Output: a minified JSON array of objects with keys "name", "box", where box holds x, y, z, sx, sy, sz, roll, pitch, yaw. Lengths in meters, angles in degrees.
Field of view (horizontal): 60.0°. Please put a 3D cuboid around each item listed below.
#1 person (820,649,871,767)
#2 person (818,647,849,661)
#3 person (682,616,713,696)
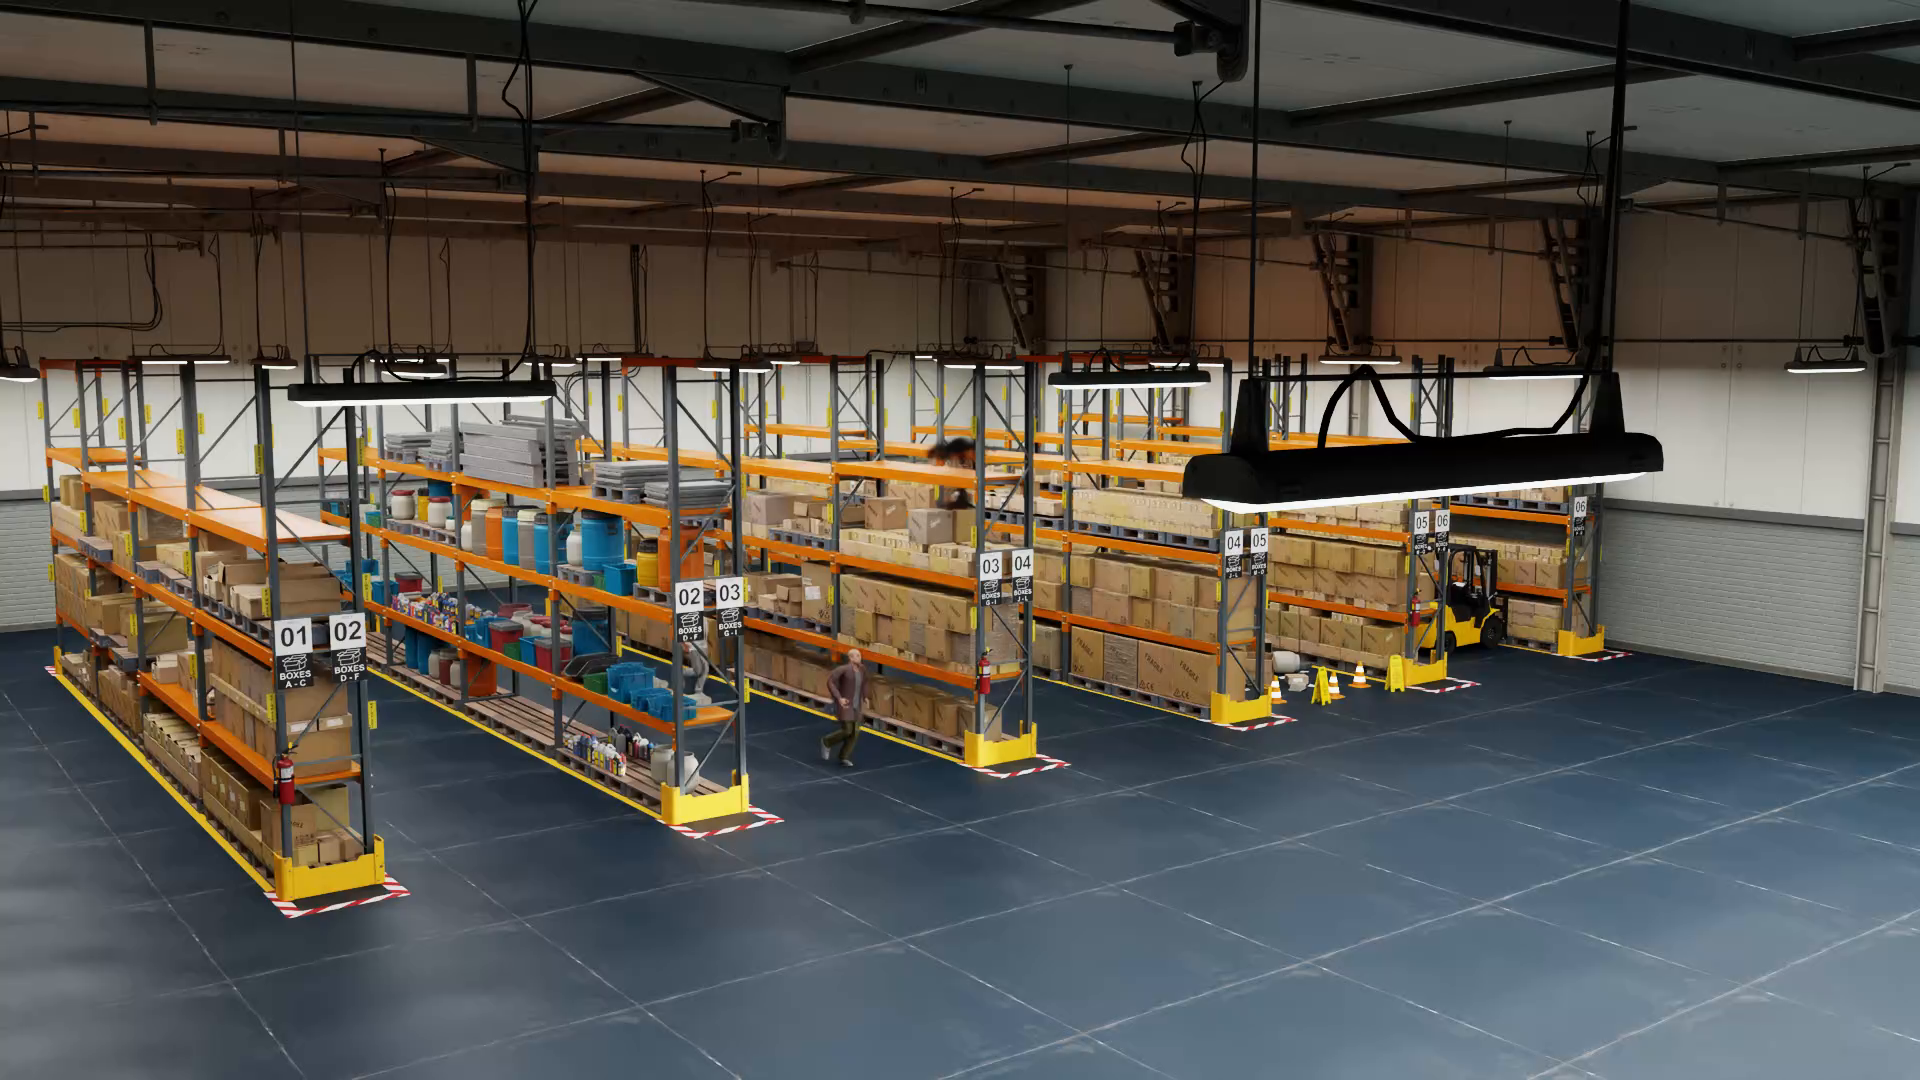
[{"name":"person","box":[-1.678,2.486,25.017,0.622,1.729,0.766,6,9,41]},{"name":"person","box":[-2.387,1.660,32.136,1.045,1.717,0.743,6,9,43]},{"name":"person","box":[-4.743,1.934,29.696,0.643,1.718,0.715,6,9,39]}]
